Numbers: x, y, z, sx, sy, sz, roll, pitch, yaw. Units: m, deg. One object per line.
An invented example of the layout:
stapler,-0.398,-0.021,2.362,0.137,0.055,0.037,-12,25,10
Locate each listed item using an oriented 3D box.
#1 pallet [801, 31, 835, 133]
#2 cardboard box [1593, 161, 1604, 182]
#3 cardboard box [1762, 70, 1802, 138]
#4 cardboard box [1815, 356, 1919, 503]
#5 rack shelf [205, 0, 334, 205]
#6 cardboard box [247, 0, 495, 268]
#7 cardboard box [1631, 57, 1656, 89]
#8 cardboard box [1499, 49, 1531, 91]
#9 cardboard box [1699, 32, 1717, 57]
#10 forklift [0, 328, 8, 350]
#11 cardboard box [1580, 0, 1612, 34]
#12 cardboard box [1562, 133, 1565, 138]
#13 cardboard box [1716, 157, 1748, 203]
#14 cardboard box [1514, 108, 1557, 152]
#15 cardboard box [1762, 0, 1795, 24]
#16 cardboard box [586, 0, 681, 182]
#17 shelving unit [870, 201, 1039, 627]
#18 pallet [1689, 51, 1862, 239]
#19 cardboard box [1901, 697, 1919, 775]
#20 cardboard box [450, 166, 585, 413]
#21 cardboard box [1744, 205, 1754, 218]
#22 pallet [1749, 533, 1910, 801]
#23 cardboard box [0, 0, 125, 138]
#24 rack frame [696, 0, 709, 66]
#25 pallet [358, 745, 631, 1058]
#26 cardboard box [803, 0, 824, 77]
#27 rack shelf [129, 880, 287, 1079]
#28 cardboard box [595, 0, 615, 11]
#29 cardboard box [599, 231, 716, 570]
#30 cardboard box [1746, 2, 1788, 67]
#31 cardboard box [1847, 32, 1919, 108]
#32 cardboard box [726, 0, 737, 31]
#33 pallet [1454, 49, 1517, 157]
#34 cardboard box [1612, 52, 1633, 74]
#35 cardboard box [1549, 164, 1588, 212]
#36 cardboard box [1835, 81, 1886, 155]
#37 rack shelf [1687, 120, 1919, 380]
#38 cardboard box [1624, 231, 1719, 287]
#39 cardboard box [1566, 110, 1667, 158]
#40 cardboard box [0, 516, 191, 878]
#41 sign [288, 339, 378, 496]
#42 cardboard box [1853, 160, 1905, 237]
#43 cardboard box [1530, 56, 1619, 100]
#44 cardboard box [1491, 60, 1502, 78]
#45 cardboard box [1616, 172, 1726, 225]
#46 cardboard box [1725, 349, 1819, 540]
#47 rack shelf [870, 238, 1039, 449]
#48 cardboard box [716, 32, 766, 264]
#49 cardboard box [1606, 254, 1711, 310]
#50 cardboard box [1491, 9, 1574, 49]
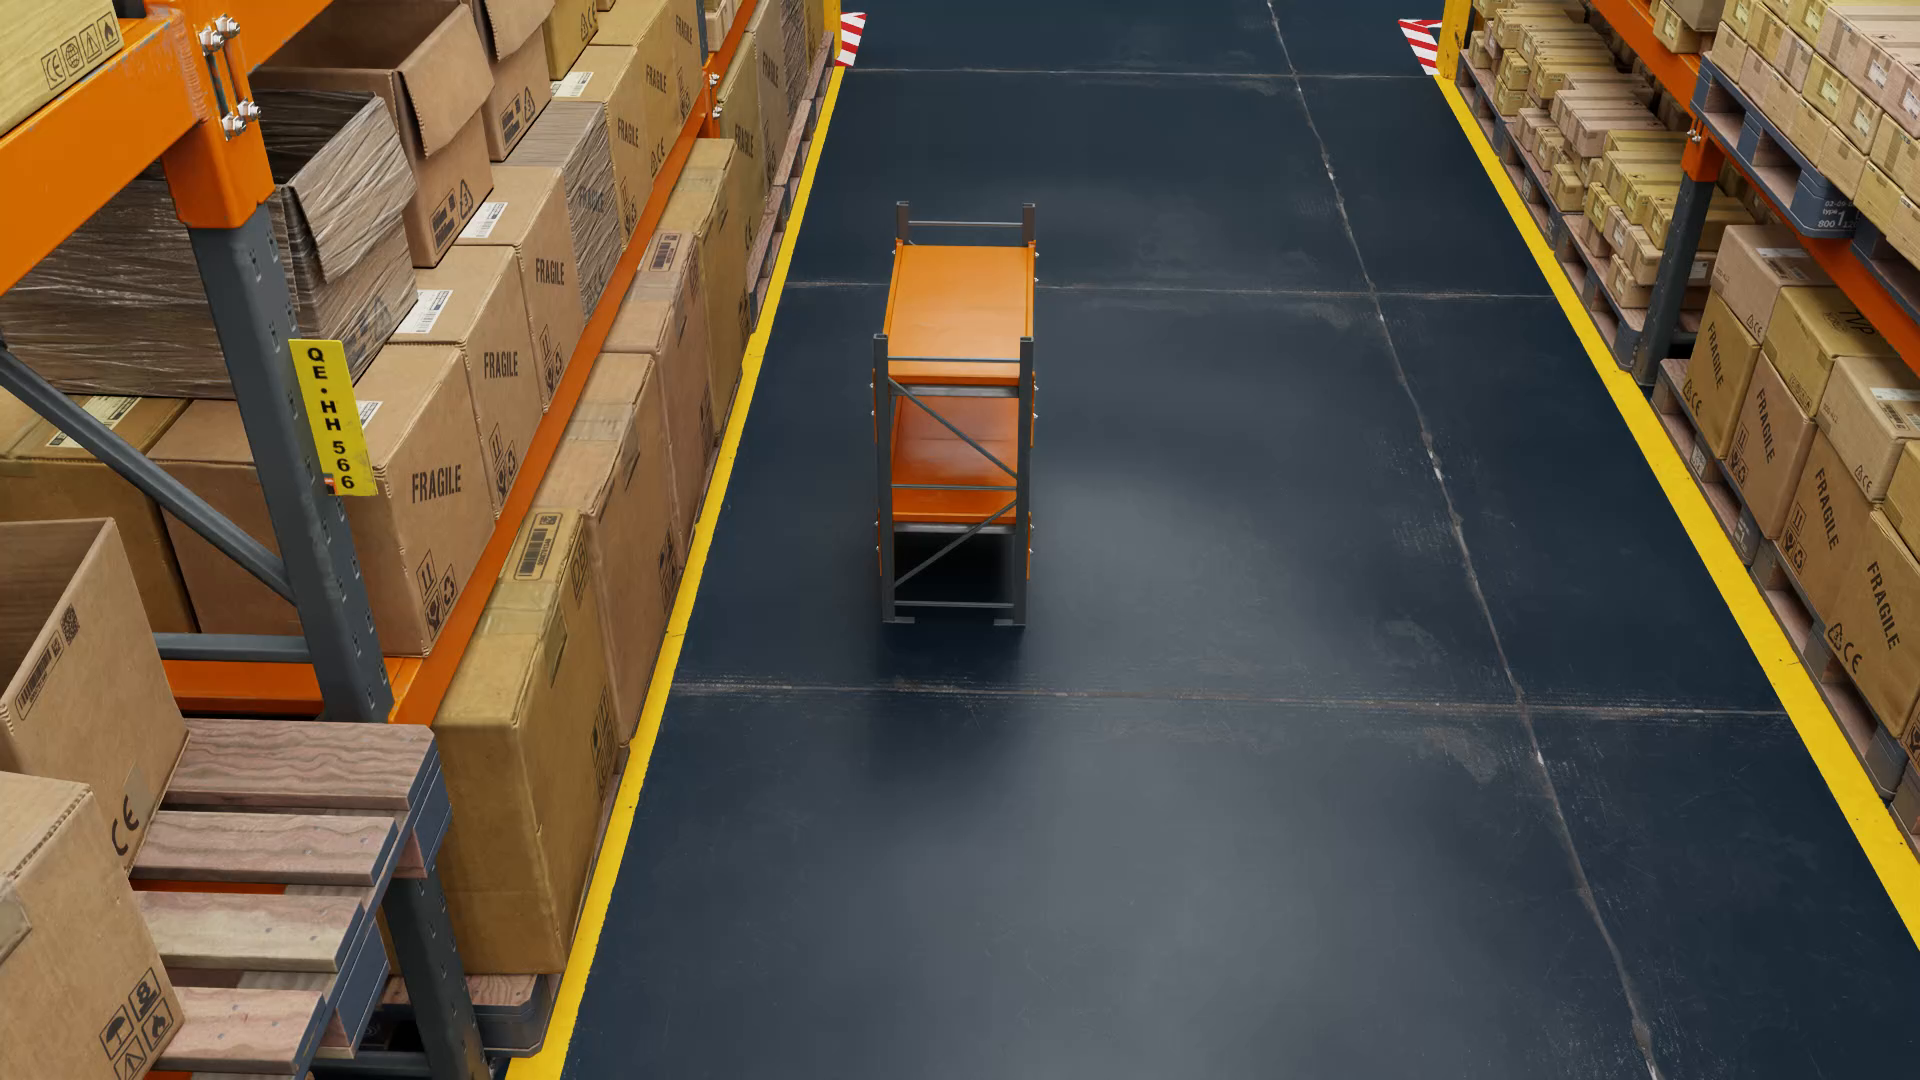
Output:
pallet,-1.312,-2.777,10.018,1.003,0.211,1.213,1,35,2
cardboard box,3.228,-1.676,7.882,0.380,0.149,0.250,2,35,2
cardboard box,2.939,-1.459,5.571,0.380,0.149,0.250,2,35,2
cardboard box,3.096,-0.347,5.292,0.500,0.250,0.500,3,35,4
rack shelf,-1.599,-1.865,4.312,1.077,0.370,4.000,1,35,2
cardboard box,-1.604,-1.029,4.145,0.797,0.503,0.637,2,35,3
cardboard box,3.725,-2.399,8.652,0.380,0.149,0.250,0,35,0
cardboard box,3.209,-2.595,9.190,0.380,0.149,0.250,2,35,3
cardboard box,3.211,-1.975,6.671,0.380,0.149,0.250,1,35,1
forklift,-3.546,-1.087,5.247,1.130,2.935,3.031,3,35,4
cardboard box,3.759,-3.003,9.510,0.380,0.149,0.250,2,35,3
cardboard box,3.303,-2.129,8.526,0.380,0.149,0.250,3,35,4
cardboard box,3.686,-1.654,7.591,0.380,0.149,0.250,1,35,1
cardboard box,3.190,-2.189,8.871,0.380,0.149,0.250,0,35,0
cardboard box,2.953,-1.845,5.602,0.380,0.149,0.250,2,35,3
cardboard box,-1.291,-1.563,5.778,0.500,0.500,0.500,2,35,3
shelving unit,0.000,-0.464,5.932,0.538,1.125,1.048,1,35,2
pallet,3.258,-1.394,5.792,1.003,0.211,1.213,1,35,2
cardboard box,3.063,0.558,4.656,0.500,0.500,0.500,3,35,4
cardboard box,-1.352,-0.688,4.533,0.500,0.500,0.500,1,35,1
cardboard box,3.688,-1.384,7.466,0.380,0.149,0.250,2,35,2
pallet,3.358,0.382,5.522,1.003,0.211,1.213,1,35,2
cardboard box,-1.453,-0.670,2.117,0.500,0.250,0.500,1,35,2
rack frame,-1.518,-2.081,6.603,1.000,3.000,0.127,1,35,2
pallet,-1.572,0.906,4.777,1.003,0.211,1.213,1,35,2
cardboard box,-1.303,-3.312,9.837,0.875,0.875,0.875,1,35,2
rack shelf,-1.759,1.660,1.905,1.077,0.370,4.000,1,35,2
cardboard box,-1.536,-2.165,5.763,0.797,0.503,0.637,0,35,1
cardboard box,-1.559,-0.502,5.839,1.225,0.875,0.875,0,35,0
cardboard box,2.950,-1.735,5.704,0.380,0.149,0.250,1,35,1
cardboard box,2.918,-1.407,4.980,0.380,0.149,0.250,1,35,1
cardboard box,-1.164,-2.292,7.121,0.380,0.149,0.250,0,35,0
pallet,3.523,-2.556,9.704,1.003,0.211,1.213,1,35,2
cardboard box,3.726,-2.573,9.159,0.380,0.149,0.250,1,35,1
cardboard box,3.150,-1.742,8.234,0.380,0.149,0.250,1,35,2
cardboard box,2.921,-1.282,5.060,0.380,0.149,0.250,3,35,4
rack shelf,3.353,-0.465,4.929,1.077,0.370,4.000,1,35,2
cardboard box,3.129,-1.224,7.239,0.380,0.149,0.250,2,35,3
cardboard box,3.168,-1.964,8.032,0.380,0.149,0.250,0,35,0
cardboard box,-1.661,0.315,2.741,0.500,0.500,0.500,-3,35,-4
sign,-1.136,-0.217,3.012,0.100,0.325,0.005,1,35,2
cardboard box,2.911,-1.012,4.934,0.380,0.149,0.250,1,35,1
cardboard box,3.201,-2.406,8.661,0.380,0.149,0.250,2,35,3
cardboard box,3.325,-2.766,9.692,0.380,0.149,0.250,1,35,2
cardboard box,3.158,-1.516,7.395,0.380,0.149,0.250,2,35,2
cardboard box,3.119,-0.335,5.927,0.500,0.500,0.500,3,35,4
rack shelf,0.000,-0.704,5.764,0.538,0.278,1.000,1,35,2
cardboard box,-1.412,-1.761,7.630,0.875,0.875,0.875,1,35,2
cardboard box,3.109,-1.147,7.388,0.380,0.149,0.250,2,35,2
cardboard box,3.205,-2.860,9.307,0.380,0.149,0.250,1,35,2
